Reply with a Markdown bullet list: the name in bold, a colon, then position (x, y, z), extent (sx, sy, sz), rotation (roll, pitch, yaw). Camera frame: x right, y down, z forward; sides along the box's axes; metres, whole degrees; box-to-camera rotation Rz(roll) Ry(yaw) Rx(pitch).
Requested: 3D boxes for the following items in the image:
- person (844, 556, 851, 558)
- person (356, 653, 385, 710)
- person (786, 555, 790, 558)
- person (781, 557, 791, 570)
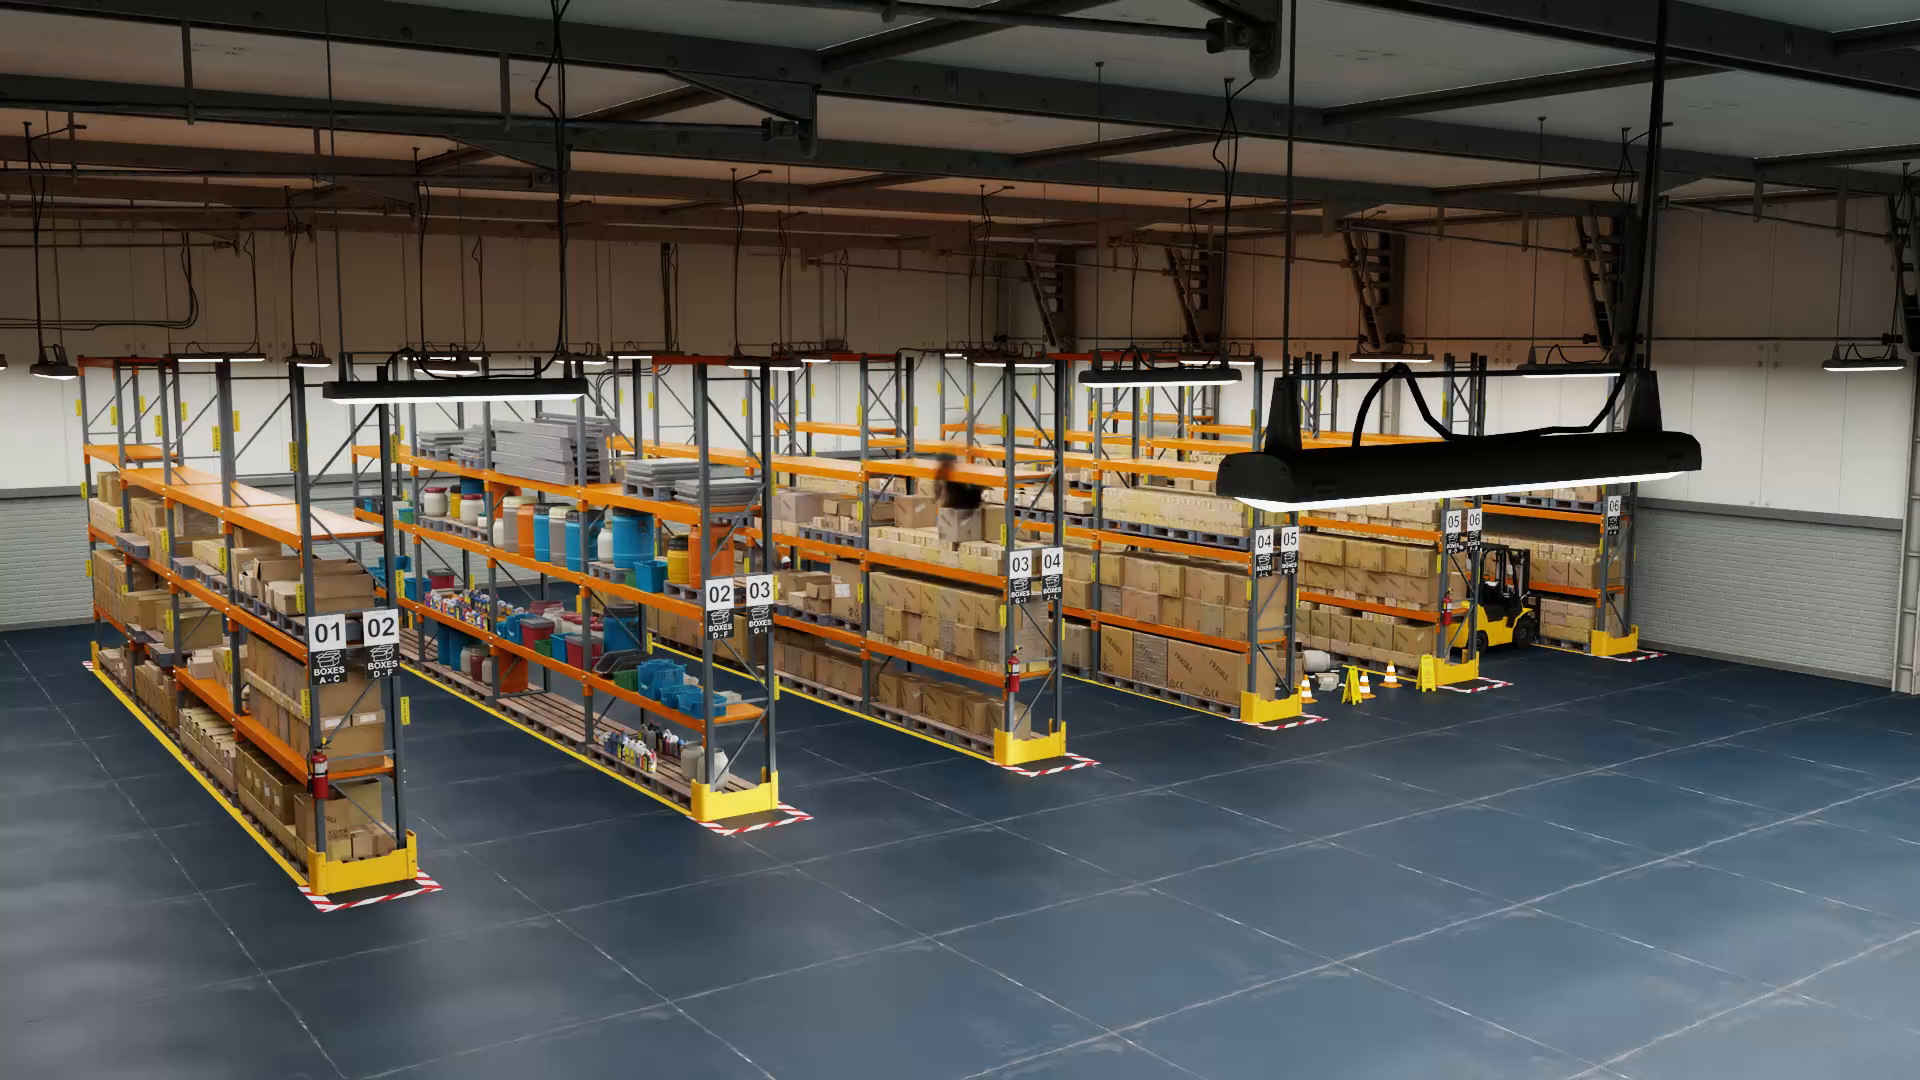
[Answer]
- **person**: position (-2.364, 1.112, 35.628), extent (0.662, 1.768, 0.989), rotation (-5, 9, -38)
- **person**: position (-10.149, 2.012, 28.469), extent (0.721, 1.750, 0.958), rotation (-7, 10, -44)
- **person**: position (-4.158, 0.450, 42.170), extent (0.694, 1.622, 0.635), rotation (0, 7, 1)
- **person**: position (-3.638, 1.213, 34.927), extent (0.897, 1.745, 0.712), rotation (7, 10, 44)
